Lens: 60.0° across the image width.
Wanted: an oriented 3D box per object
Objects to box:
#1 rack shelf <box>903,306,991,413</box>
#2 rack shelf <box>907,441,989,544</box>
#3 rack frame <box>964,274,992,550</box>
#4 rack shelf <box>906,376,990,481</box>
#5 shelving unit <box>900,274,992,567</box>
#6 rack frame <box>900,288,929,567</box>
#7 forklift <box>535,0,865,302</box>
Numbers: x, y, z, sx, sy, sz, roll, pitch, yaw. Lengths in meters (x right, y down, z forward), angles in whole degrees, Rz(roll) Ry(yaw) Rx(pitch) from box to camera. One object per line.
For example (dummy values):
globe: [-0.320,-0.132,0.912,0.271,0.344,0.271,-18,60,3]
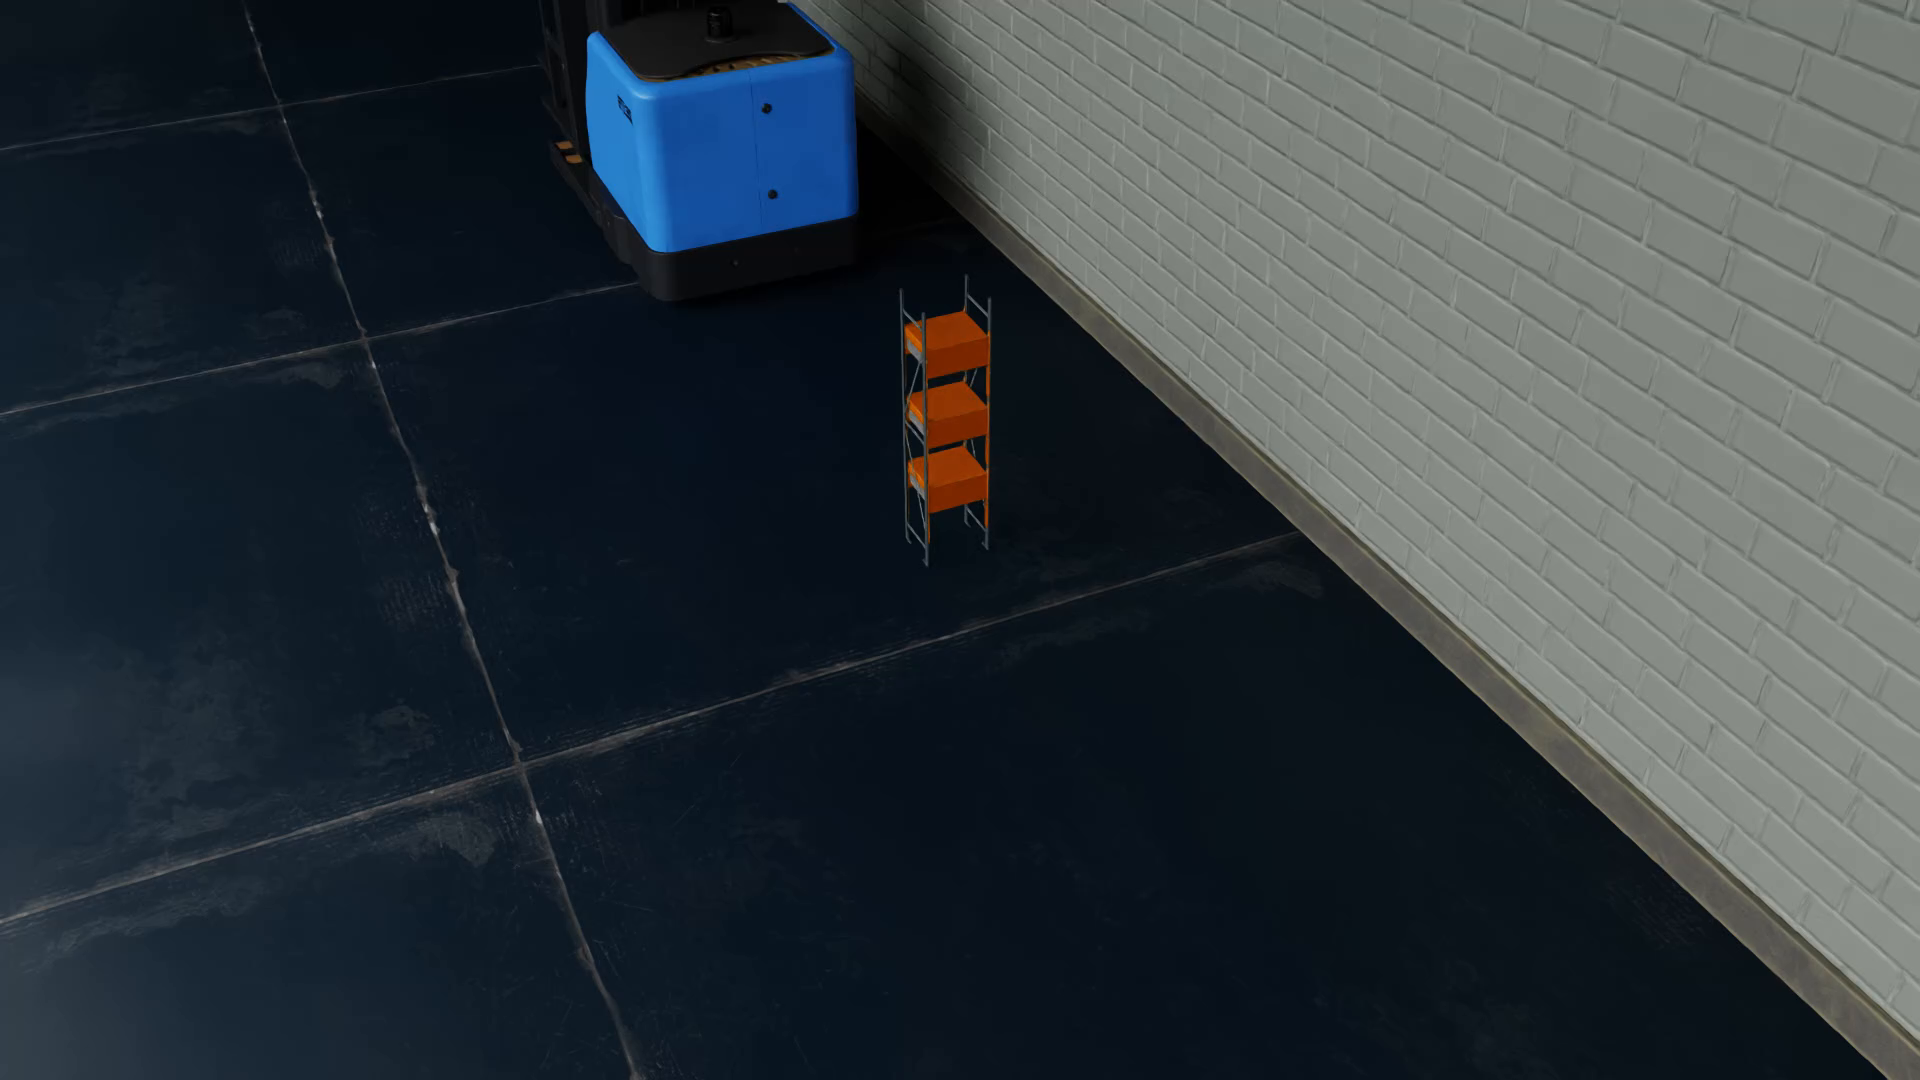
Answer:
rack shelf: [-0.048,-0.628,5.756,0.240,0.259,0.215,-16,39,-20]
rack shelf: [-0.048,-0.176,6.091,0.240,0.259,0.215,-16,39,-20]
rack frame: [0.062,-0.439,5.961,0.008,1.050,0.200,-16,39,-20]
rack shelf: [-0.048,-0.400,5.925,0.240,0.259,0.215,-16,39,-20]
shelving unit: [-0.048,-0.408,5.919,0.252,1.050,0.215,-16,39,-20]
rack frame: [-0.159,-0.377,5.877,0.008,1.050,0.200,-16,39,-20]
forklift: [-1.539,-3.136,8.018,1.130,2.935,3.031,-16,39,-20]
